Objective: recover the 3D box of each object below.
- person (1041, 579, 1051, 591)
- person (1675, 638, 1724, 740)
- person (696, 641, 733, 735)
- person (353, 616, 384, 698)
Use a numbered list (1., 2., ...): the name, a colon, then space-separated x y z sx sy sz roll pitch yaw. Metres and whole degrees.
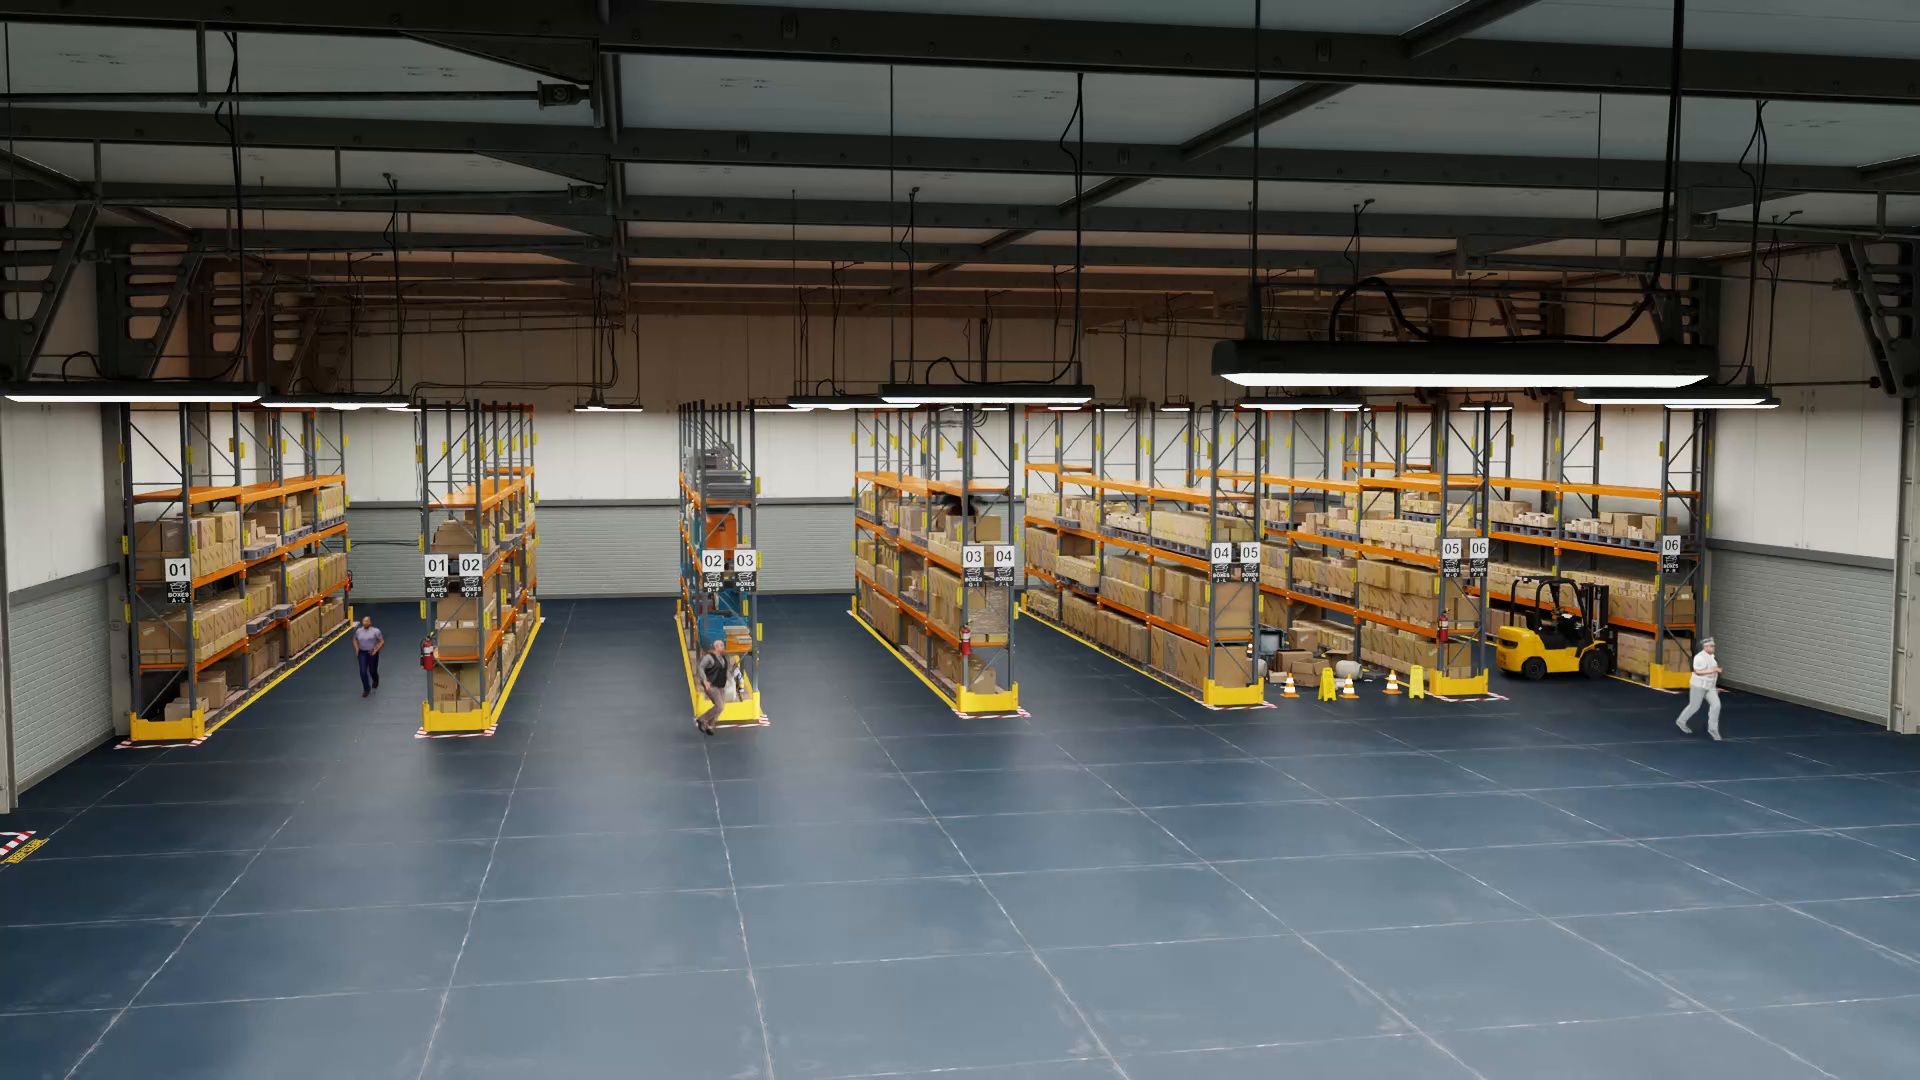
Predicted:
1. person: 2.677 1.131 50.047 0.612 1.681 0.577 -2 5 -19
2. person: 13.139 2.635 29.512 0.643 1.866 0.884 -3 5 -31
3. person: -4.354 2.646 29.853 0.548 1.676 0.686 2 5 28
4. person: -12.092 2.357 33.990 0.618 1.629 0.742 -1 4 -11
